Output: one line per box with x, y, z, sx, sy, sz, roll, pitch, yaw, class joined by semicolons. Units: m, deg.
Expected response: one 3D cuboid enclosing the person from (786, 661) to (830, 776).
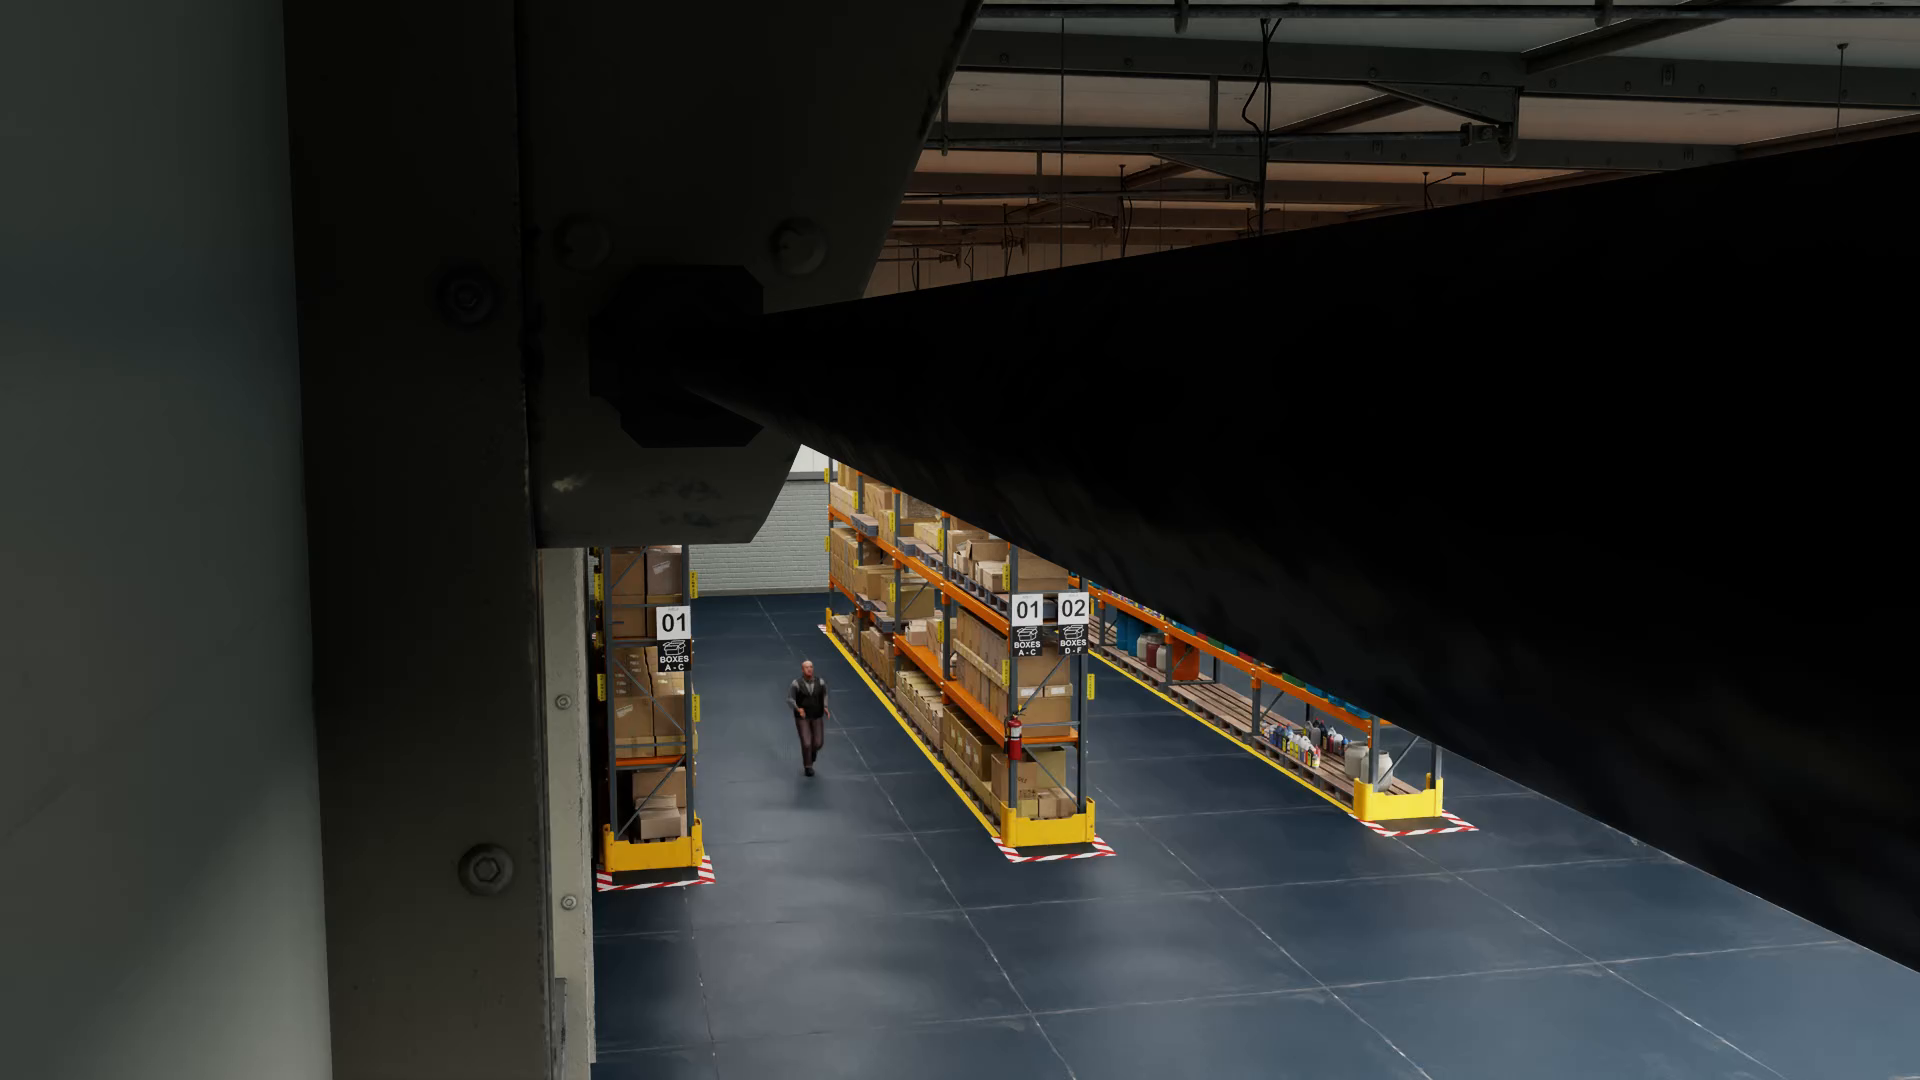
-2.223;2.610;24.456;0.661;1.681;0.585;-2;7;-18;person

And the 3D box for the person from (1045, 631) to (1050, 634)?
1.465;1.850;30.383;0.619;1.850;0.799;-1;7;-12;person
